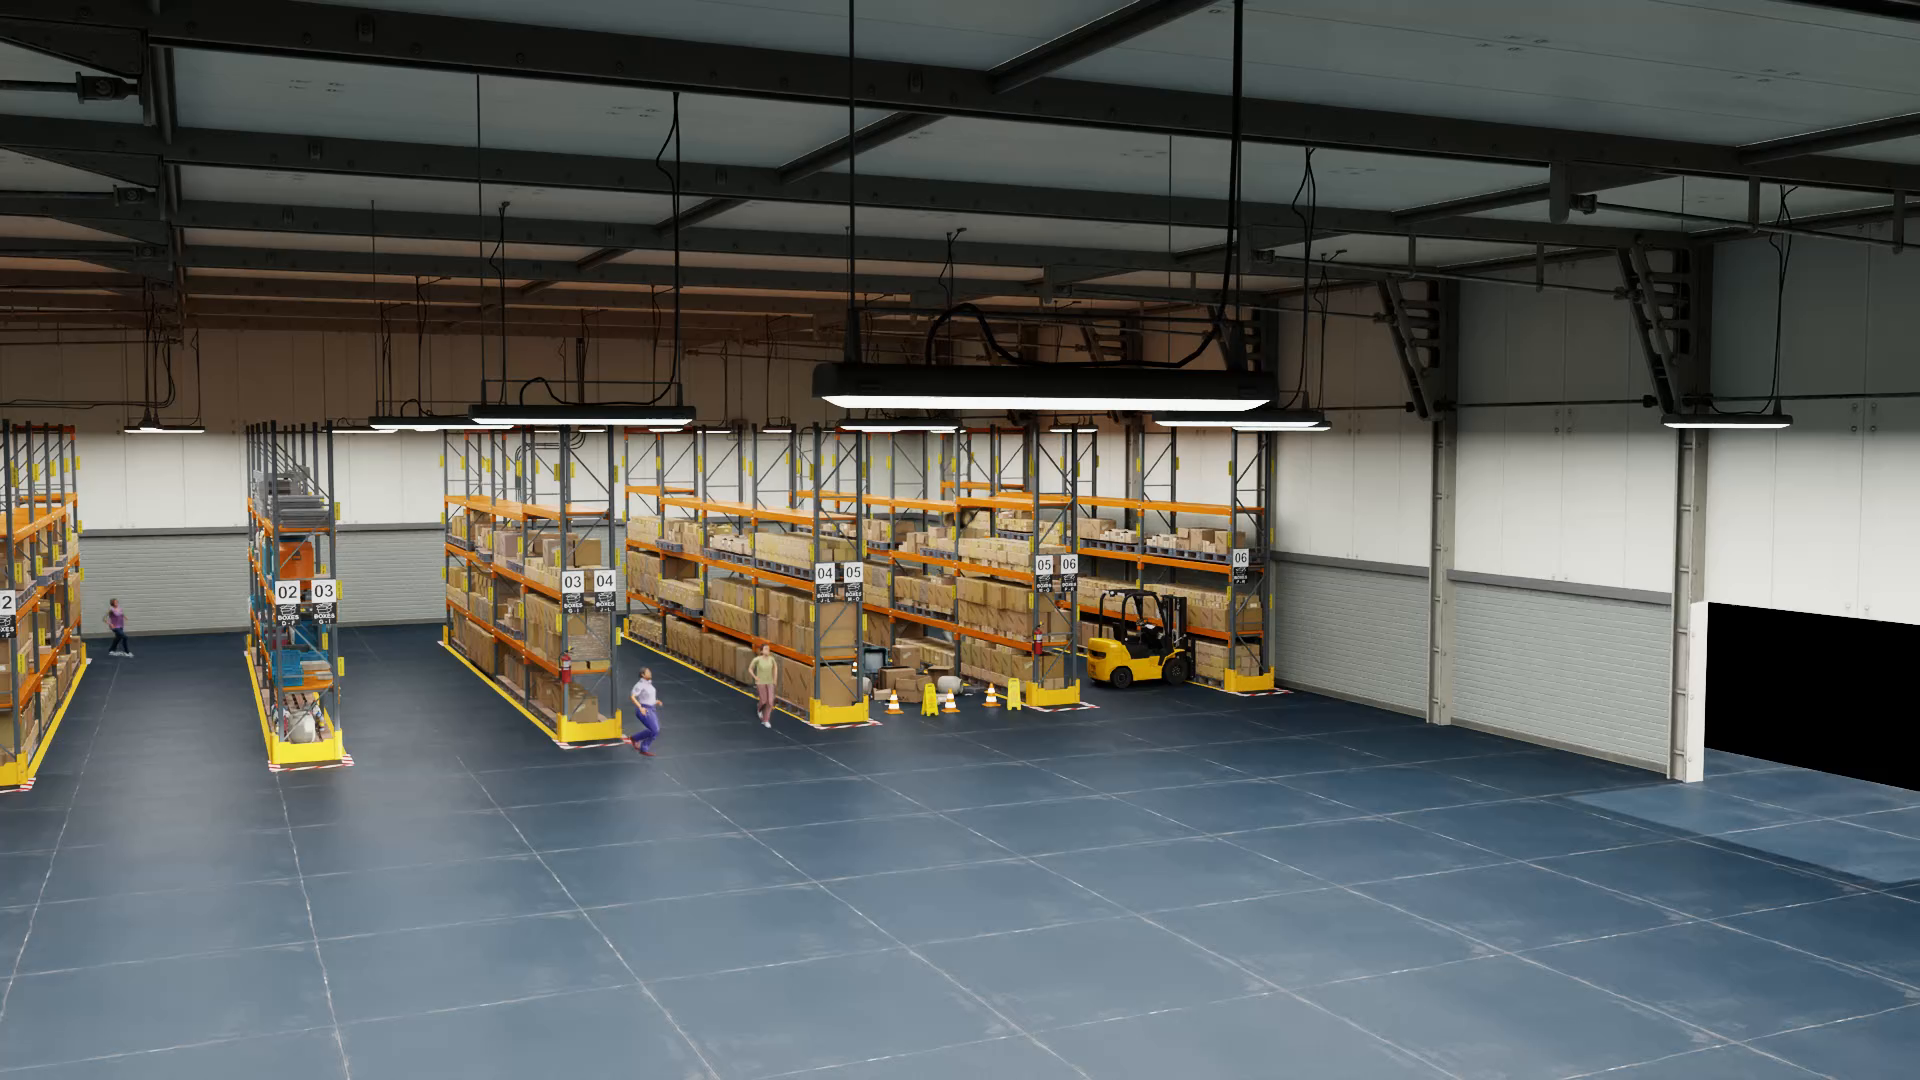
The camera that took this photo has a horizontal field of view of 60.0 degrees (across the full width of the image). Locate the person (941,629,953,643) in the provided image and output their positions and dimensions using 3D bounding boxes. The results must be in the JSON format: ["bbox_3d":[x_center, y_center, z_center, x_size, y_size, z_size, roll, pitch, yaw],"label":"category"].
[{"bbox_3d":[-0.286,2.071,44.385,0.670,1.780,0.758,-2,4,-23],"label":"person"}]

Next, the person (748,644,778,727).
[{"bbox_3d":[-3.882,2.862,32.942,0.612,1.647,0.564,-2,4,-26],"label":"person"}]

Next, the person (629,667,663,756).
[{"bbox_3d":[-5.614,3.072,29.774,0.546,1.605,0.615,1,4,9],"label":"person"}]

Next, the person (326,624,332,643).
[{"bbox_3d":[-17.583,2.020,45.863,0.718,1.688,0.600,-1,4,-15],"label":"person"}]

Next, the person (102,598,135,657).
[{"bbox_3d":[-21.787,2.278,42.970,0.678,1.587,0.655,0,4,5],"label":"person"}]
